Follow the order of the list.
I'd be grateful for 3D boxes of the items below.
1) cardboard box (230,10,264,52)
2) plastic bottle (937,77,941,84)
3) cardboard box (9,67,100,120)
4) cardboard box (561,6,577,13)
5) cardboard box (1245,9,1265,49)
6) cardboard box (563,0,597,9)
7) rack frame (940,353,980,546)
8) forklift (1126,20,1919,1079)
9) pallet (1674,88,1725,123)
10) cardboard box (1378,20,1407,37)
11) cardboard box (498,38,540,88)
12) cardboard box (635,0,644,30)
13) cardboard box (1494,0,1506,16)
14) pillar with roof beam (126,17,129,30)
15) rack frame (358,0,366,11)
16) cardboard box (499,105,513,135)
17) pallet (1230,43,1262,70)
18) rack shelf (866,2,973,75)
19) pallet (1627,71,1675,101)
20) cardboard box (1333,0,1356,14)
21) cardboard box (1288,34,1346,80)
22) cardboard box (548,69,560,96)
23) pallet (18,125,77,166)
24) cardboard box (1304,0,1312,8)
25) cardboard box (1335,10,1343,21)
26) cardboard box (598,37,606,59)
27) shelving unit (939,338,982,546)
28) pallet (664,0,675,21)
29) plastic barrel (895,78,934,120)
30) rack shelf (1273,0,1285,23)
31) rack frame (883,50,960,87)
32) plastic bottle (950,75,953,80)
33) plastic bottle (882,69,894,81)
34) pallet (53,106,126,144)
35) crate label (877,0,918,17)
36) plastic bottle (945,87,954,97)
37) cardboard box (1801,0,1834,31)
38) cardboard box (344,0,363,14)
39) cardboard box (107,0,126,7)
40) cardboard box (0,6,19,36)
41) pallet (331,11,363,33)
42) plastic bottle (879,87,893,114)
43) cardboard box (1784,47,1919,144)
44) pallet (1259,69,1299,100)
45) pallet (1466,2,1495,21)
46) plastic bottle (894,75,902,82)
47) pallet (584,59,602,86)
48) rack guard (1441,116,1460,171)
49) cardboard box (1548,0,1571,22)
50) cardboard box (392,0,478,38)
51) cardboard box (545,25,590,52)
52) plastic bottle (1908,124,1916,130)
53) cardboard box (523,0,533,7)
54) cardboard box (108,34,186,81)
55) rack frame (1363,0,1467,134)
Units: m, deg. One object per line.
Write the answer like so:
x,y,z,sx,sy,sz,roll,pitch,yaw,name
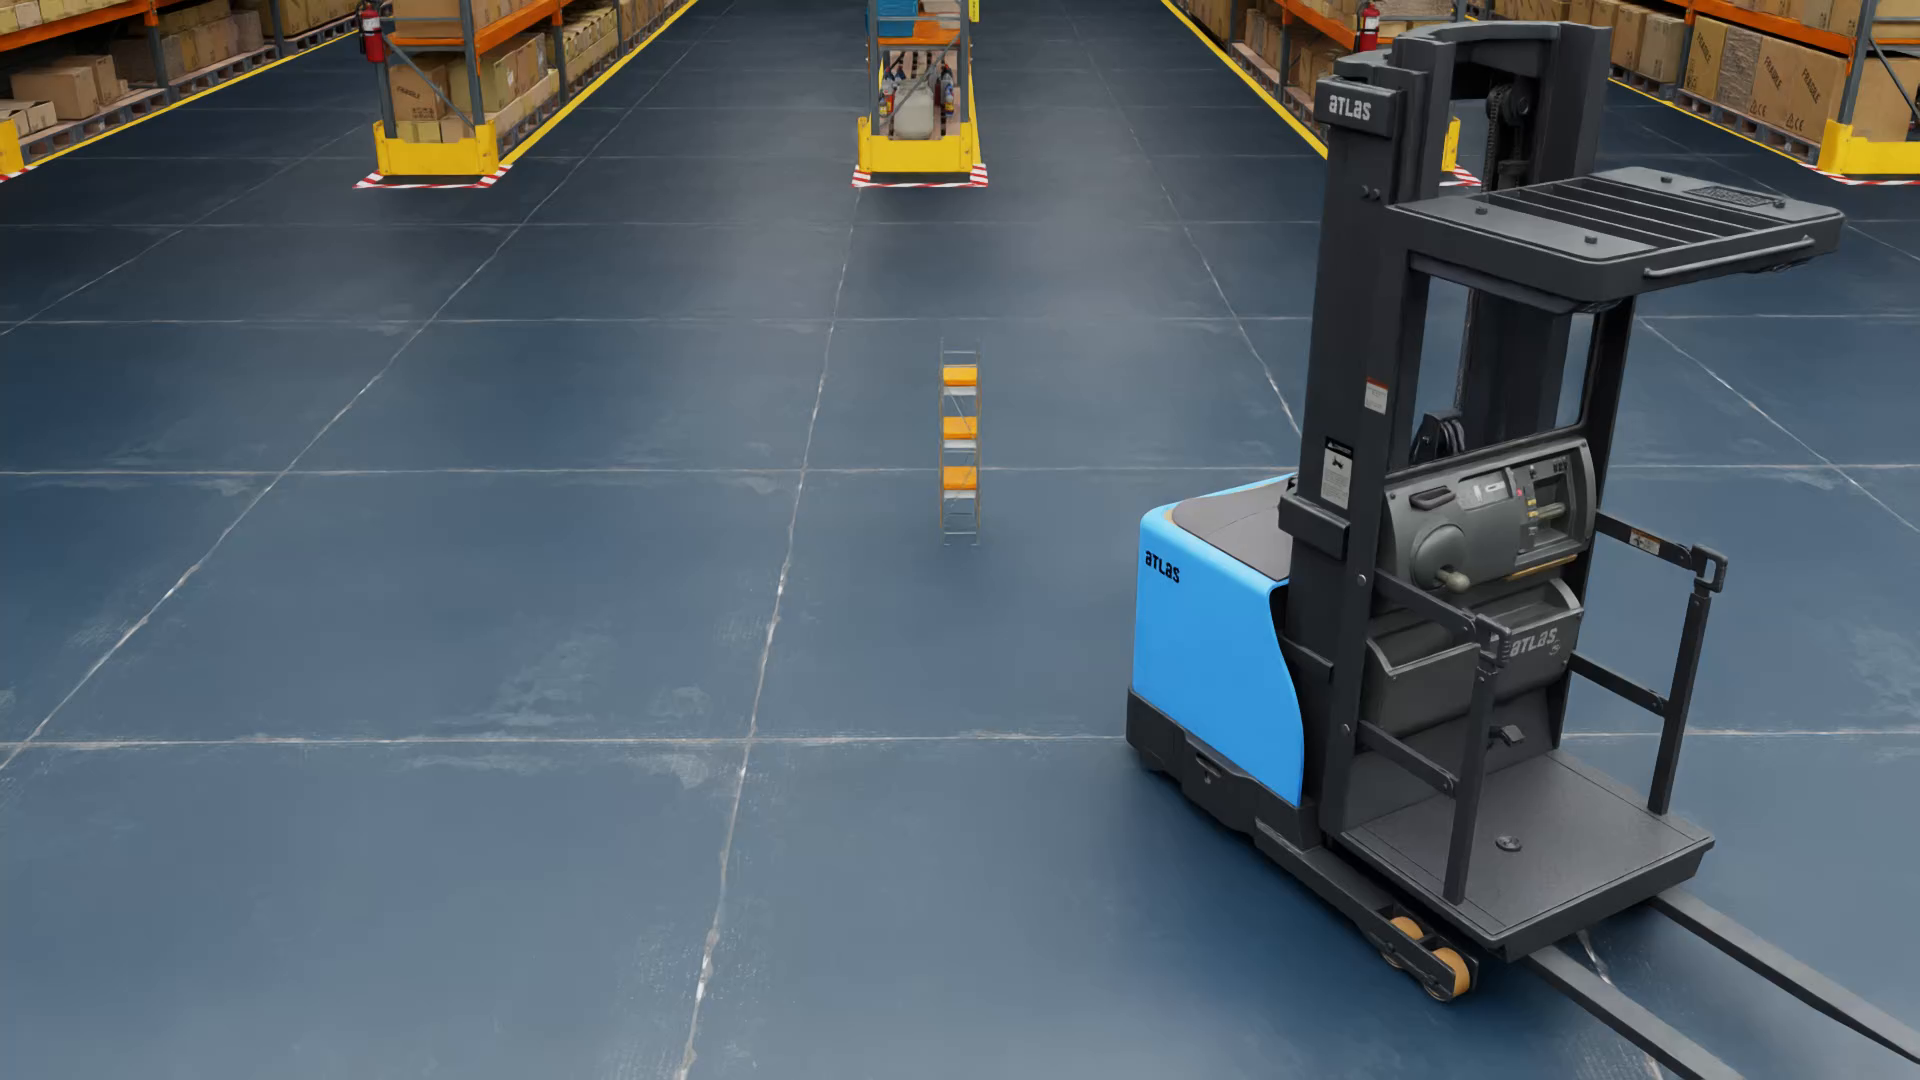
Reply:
-10.344,-7.214,23.560,0.700,0.500,0.500,0,24,0,cardboard box
-0.256,-5.321,19.637,0.061,0.283,0.133,0,24,-1,plastic bottle
-10.199,-5.037,18.746,0.700,0.500,0.500,-2,24,-4,cardboard box
-5.739,-7.450,23.728,0.500,0.311,0.500,1,24,1,cardboard box
4.482,-7.301,23.753,0.700,0.500,0.500,-2,24,-3,cardboard box
-5.696,-7.919,25.118,0.500,0.500,0.500,1,24,2,cardboard box
0.001,-0.450,8.471,0.200,1.050,0.008,0,24,-1,rack frame
1.865,-0.052,5.308,1.130,2.935,3.031,-14,28,-28,forklift
9.389,-5.264,20.133,1.003,0.211,1.213,0,24,-1,pallet
4.333,-5.221,16.959,0.380,0.149,0.250,0,24,-1,cardboard box
-5.181,-5.503,19.193,0.500,0.500,0.500,0,24,-1,cardboard box
-5.182,-8.146,25.620,0.500,0.500,0.500,-1,24,-1,cardboard box
9.115,-8.891,27.293,0.500,0.500,0.500,1,24,1,cardboard box
-6.950,-10.662,21.405,9.100,9.000,0.400,0,24,-1,pillar with roof beam
-10.448,-10.097,27.435,1.000,3.000,0.127,0,24,-1,rack frame
-5.156,-4.543,17.981,0.500,0.250,0.500,0,24,-1,cardboard box
4.462,-6.923,23.801,1.003,0.211,1.213,0,24,-1,pallet
-0.432,-5.693,18.571,1.077,0.370,4.000,0,24,-1,rack shelf
9.375,-5.895,21.528,1.003,0.211,1.213,0,24,-1,pallet
4.438,-5.833,17.524,0.875,0.500,0.500,0,24,-1,cardboard box
4.513,-6.182,21.278,0.700,0.500,0.500,-2,24,-5,cardboard box
-5.184,-5.573,20.259,0.500,0.250,0.500,0,24,-1,cardboard box
-10.291,-4.248,17.887,1.003,0.211,1.213,0,24,-1,pallet
4.194,-6.251,19.236,0.380,0.149,0.250,0,24,-1,cardboard box
4.303,-5.736,18.098,0.380,0.149,0.250,0,24,-1,cardboard box
-5.190,-6.776,22.919,0.500,0.250,0.500,0,24,1,cardboard box
-0.001,-0.500,8.582,0.215,1.050,0.252,0,24,-1,shelving unit
-5.501,-9.133,28.688,1.003,0.211,1.213,0,24,-1,pallet
-0.500,-4.732,18.082,0.421,0.512,0.421,0,24,0,plastic barrel
4.477,-7.364,22.265,1.077,0.370,4.000,0,24,-1,rack shelf
-0.454,-6.845,20.245,1.000,3.000,0.127,0,24,-1,rack frame
-0.113,-5.398,19.807,0.061,0.283,0.133,1,24,3,plastic bottle
-0.858,-5.426,19.789,0.144,0.351,0.185,-1,24,-3,plastic bottle
-10.302,-4.750,18.995,1.003,0.211,1.213,0,24,-1,pallet
-0.701,-5.970,18.268,0.502,0.435,0.616,0,24,-1,crate label
-0.122,-5.044,19.040,0.097,0.271,0.097,0,24,0,plastic bottle
9.426,-5.647,17.415,0.875,0.550,0.550,0,24,-1,cardboard box
-10.311,-9.042,27.201,0.750,0.750,0.750,0,24,0,cardboard box
-10.055,-6.342,19.291,0.500,0.250,0.500,0,24,0,cardboard box
-10.005,-5.296,16.977,0.500,0.250,0.500,-1,24,-2,cardboard box
-10.364,-8.509,27.308,1.003,0.211,1.213,0,24,-1,pallet
-0.844,-5.015,18.970,0.152,0.276,0.135,0,24,0,plastic bottle
9.429,-4.702,17.576,0.875,0.875,0.875,0,24,0,cardboard box
4.488,-5.918,21.578,1.003,0.211,1.213,0,24,-1,pallet
9.329,-9.151,28.727,1.003,0.211,1.213,0,24,-1,pallet
-0.738,-5.409,19.846,0.097,0.271,0.097,0,24,0,plastic bottle
-5.471,-6.361,22.559,1.003,0.211,1.213,0,24,-1,pallet
4.541,-4.112,17.234,1.175,0.500,0.348,0,24,-1,rack guard
9.147,-7.819,24.922,0.500,0.500,0.500,0,24,-1,cardboard box
-5.356,-5.414,16.960,0.700,0.500,0.500,0,24,-1,cardboard box
-5.170,-6.610,21.871,0.500,0.311,0.500,-1,24,-2,cardboard box
10.902,-4.774,19.231,0.283,0.061,0.133,-9,26,-19,plastic bottle
-5.384,-6.470,19.294,0.700,0.500,0.500,-1,24,-1,cardboard box
-10.385,-6.165,21.242,0.700,0.500,0.500,1,24,1,cardboard box
4.542,-5.219,16.650,1.000,3.000,0.127,0,24,-1,rack frame
